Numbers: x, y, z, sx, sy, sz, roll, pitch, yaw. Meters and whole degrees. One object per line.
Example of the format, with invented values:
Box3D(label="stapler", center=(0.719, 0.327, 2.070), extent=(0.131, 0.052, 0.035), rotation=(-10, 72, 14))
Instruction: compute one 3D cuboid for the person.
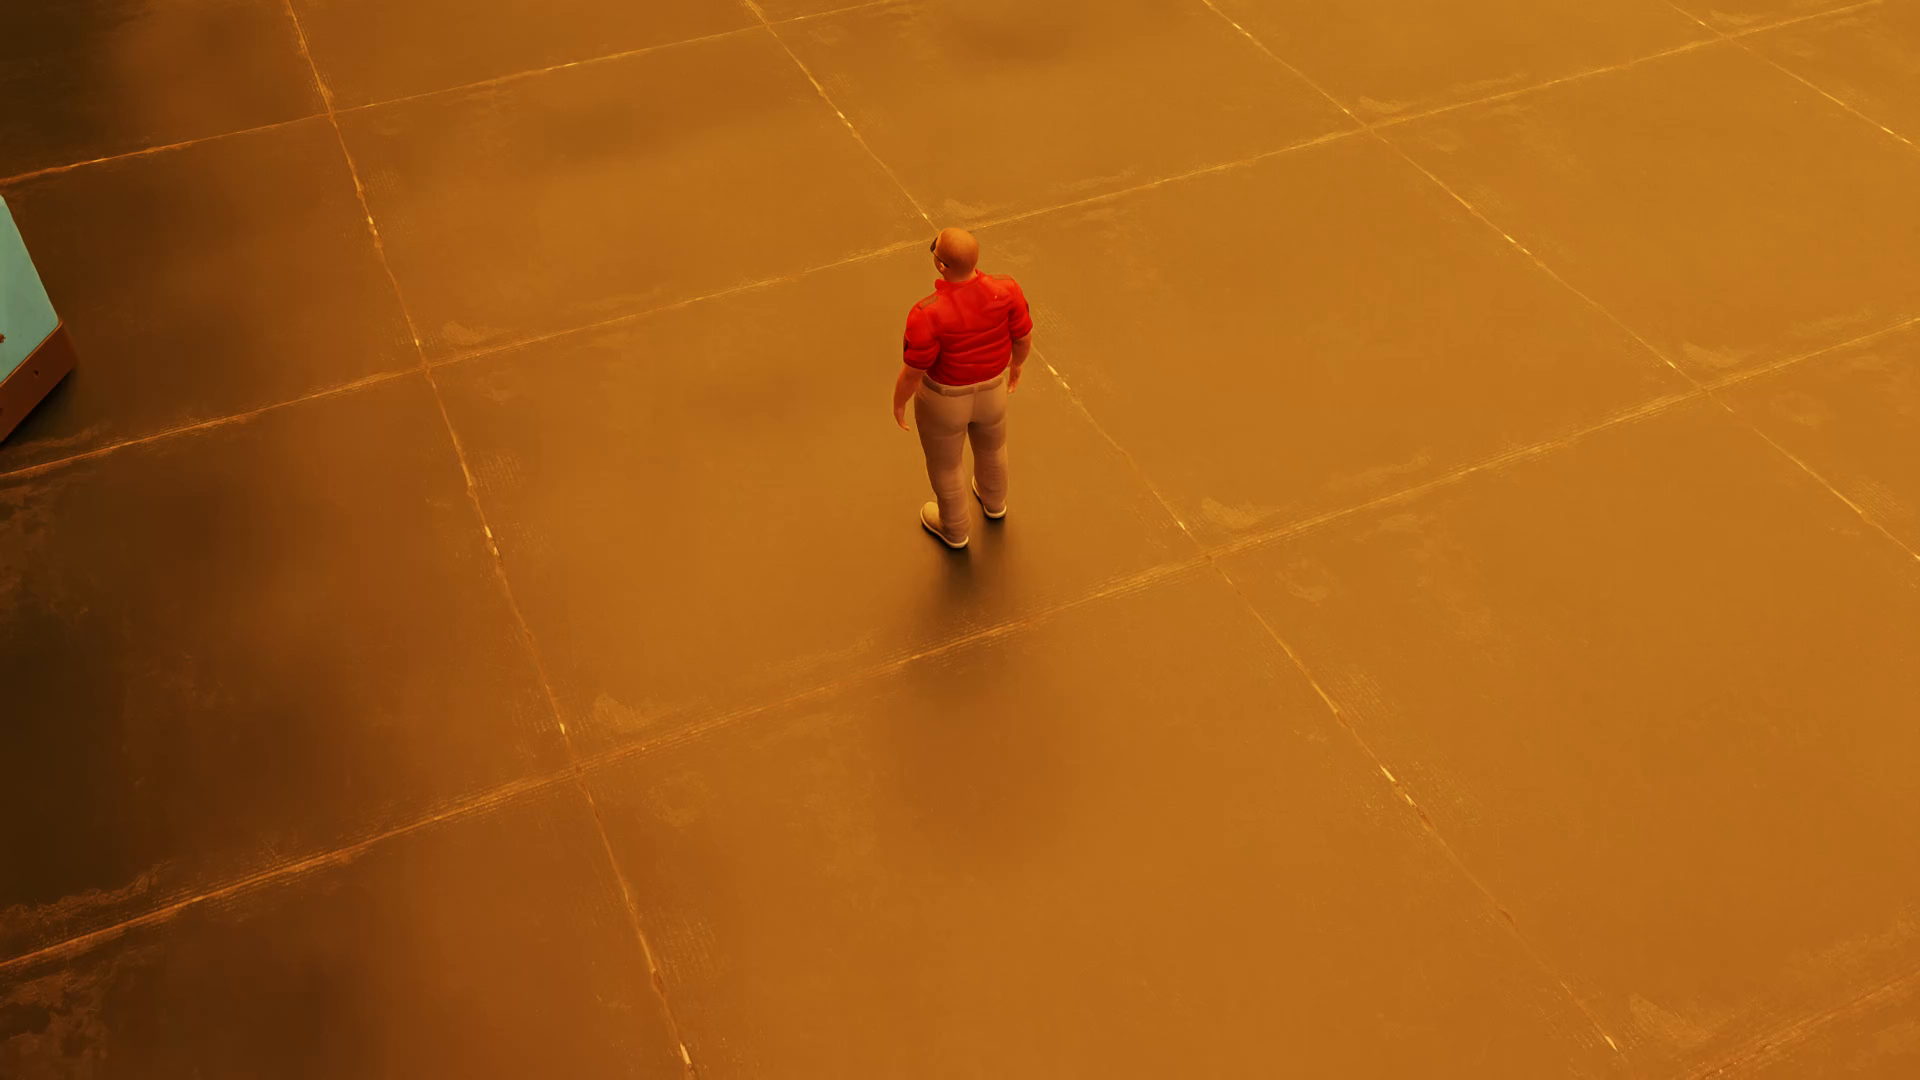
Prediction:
Box3D(label="person", center=(-0.026, -0.696, 7.297), extent=(0.640, 1.727, 0.551), rotation=(-18, 46, -18))

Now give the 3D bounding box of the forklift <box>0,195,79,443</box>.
Box3D(label="forklift", center=(-6.196, -1.847, 7.660), extent=(3.031, 2.935, 1.130), rotation=(7, 44, 8))
